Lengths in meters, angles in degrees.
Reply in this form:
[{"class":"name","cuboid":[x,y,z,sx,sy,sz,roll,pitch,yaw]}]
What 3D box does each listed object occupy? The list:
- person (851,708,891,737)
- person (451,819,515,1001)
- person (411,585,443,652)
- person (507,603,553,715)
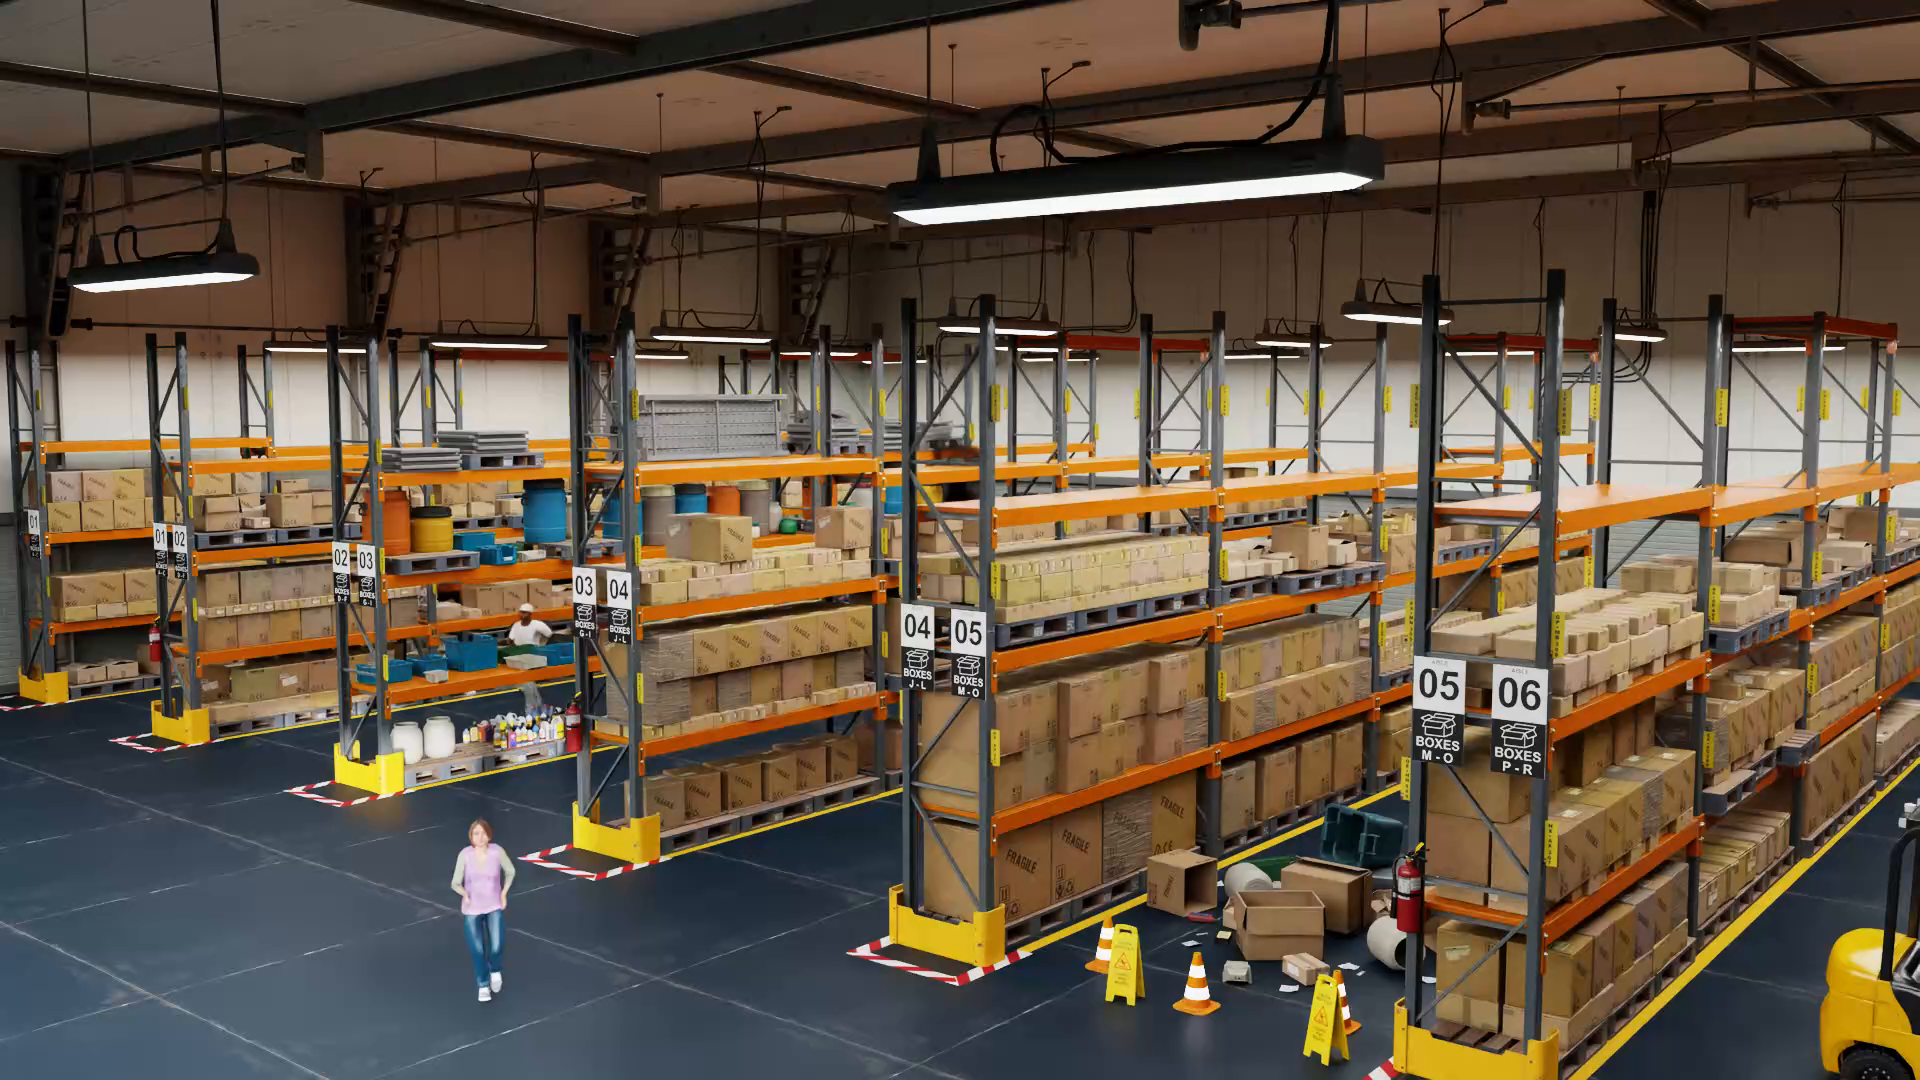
[{"class":"person","cuboid":[-1.371,2.075,24.715,0.620,1.701,0.774,4,7,38]},{"class":"person","cuboid":[-3.998,3.128,13.966,0.523,1.557,0.534,-1,5,-15]},{"class":"person","cuboid":[-9.810,1.506,30.564,0.653,1.782,0.912,4,7,39]},{"class":"person","cuboid":[-6.890,1.911,26.444,0.666,1.811,0.736,3,6,27]}]
